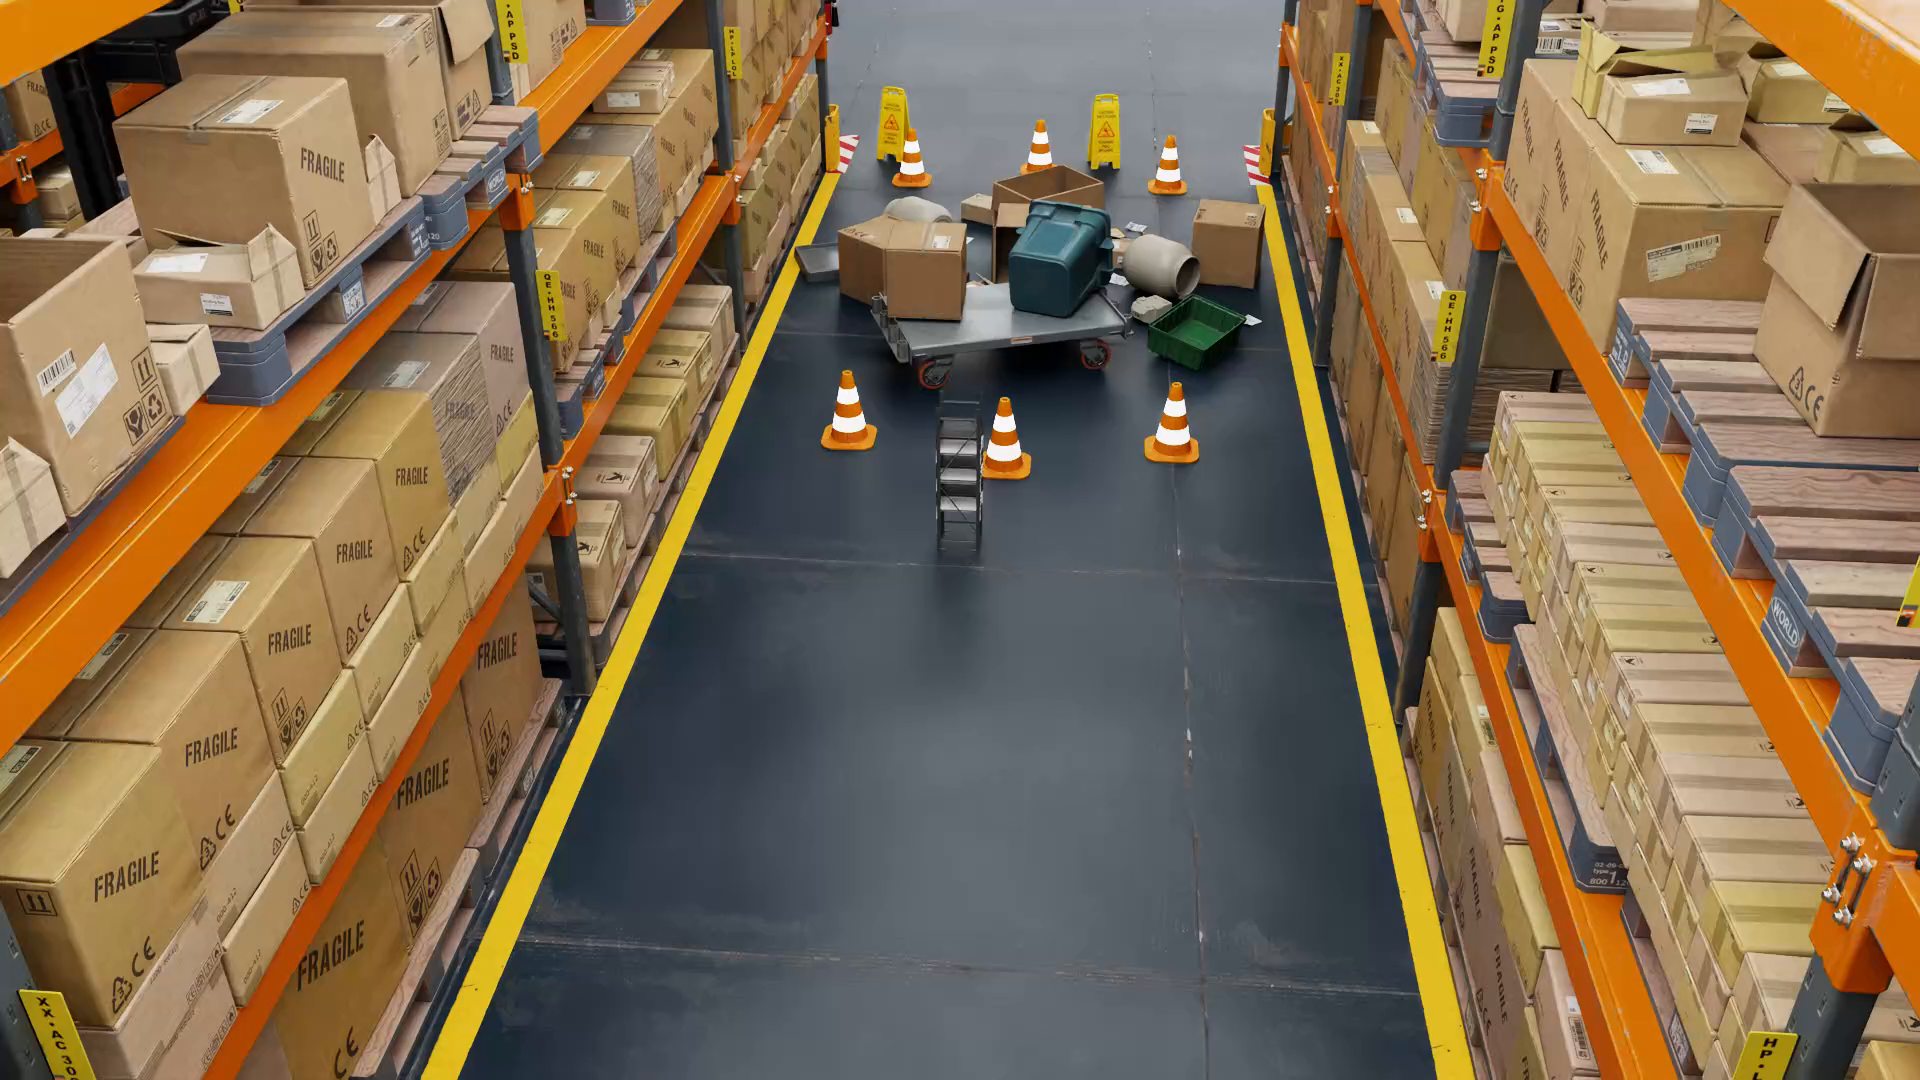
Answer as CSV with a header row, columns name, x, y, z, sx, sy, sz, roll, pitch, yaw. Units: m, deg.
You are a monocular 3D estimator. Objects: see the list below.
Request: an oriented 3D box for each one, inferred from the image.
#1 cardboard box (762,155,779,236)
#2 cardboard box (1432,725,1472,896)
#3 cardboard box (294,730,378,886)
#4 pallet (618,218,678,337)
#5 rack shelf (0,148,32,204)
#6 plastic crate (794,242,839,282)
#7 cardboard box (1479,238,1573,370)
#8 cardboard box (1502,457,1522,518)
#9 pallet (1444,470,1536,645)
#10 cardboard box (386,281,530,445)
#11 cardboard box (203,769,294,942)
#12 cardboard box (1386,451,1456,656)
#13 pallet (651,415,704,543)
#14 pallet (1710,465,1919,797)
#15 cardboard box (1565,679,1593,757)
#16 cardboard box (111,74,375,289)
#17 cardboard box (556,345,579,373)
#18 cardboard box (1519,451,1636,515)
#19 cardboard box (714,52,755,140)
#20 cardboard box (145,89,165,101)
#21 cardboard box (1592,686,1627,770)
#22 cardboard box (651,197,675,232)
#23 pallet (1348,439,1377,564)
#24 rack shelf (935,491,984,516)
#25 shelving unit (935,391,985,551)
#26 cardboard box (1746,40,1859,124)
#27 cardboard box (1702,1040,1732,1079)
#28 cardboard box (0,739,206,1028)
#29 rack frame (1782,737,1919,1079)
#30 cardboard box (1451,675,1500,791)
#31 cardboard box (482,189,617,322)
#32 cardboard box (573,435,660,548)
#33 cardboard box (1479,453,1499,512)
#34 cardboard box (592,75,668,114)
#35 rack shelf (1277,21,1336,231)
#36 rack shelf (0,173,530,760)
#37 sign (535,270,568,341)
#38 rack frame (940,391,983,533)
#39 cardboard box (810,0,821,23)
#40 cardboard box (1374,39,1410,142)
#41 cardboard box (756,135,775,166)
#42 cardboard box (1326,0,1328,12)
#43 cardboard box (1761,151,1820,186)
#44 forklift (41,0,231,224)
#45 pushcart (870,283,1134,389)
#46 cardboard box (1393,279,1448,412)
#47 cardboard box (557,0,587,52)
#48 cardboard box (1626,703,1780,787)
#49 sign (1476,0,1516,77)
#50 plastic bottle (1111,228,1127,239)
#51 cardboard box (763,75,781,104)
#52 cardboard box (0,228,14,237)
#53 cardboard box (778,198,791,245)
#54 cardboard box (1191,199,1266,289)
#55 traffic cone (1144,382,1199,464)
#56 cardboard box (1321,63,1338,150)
name,x,y,z,sx,sy,sz,roll,pitch,yaw
cardboard box,-1.651,-2.541,12.300,0.500,0.500,0.500,4,32,6
cardboard box,2.267,1.122,6.833,0.500,0.500,0.500,3,32,5
cardboard box,-2.254,0.855,5.428,0.500,0.250,0.500,2,32,4
pallet,-2.205,-1.499,9.287,1.003,0.211,1.213,2,32,4
rack shelf,-7.110,-1.494,9.781,1.077,0.370,4.000,2,32,4
plastic crate,-1.054,-2.179,12.990,0.402,0.080,0.583,-8,33,-13
cardboard box,2.663,-1.088,7.389,0.700,0.500,0.500,2,32,4
cardboard box,2.357,-0.198,6.548,0.380,0.149,0.250,4,32,6
pallet,2.665,0.073,6.735,1.213,0.211,1.003,2,32,4
cardboard box,-2.107,-0.731,6.809,0.500,0.500,0.500,2,32,3
cardboard box,-2.319,0.907,4.867,0.500,0.250,0.500,3,32,5
cardboard box,2.756,0.079,8.287,1.050,0.750,0.750,2,32,3
pallet,-2.158,-0.402,9.981,1.003,0.211,1.213,2,32,4
pallet,2.447,0.191,3.682,1.213,0.211,1.003,2,32,4
cardboard box,2.251,0.597,5.541,0.380,0.149,0.250,1,32,2
cardboard box,-2.180,-1.109,5.115,0.500,0.500,0.500,3,32,4
cardboard box,-2.057,-0.924,8.010,0.380,0.149,0.250,1,32,1
cardboard box,2.342,-0.209,6.282,0.380,0.149,0.250,2,32,4
cardboard box,-1.686,-3.023,11.198,0.500,0.500,0.500,2,32,4
cardboard box,-6.415,-3.586,13.757,0.500,0.250,0.500,3,32,5
cardboard box,2.230,0.602,5.251,0.380,0.149,0.250,3,32,4
cardboard box,-1.864,-1.894,9.584,0.380,0.149,0.250,2,32,4
pallet,2.858,-0.244,9.725,1.003,0.211,1.213,2,32,4
rack shelf,-0.001,-0.197,9.399,0.258,0.077,0.200,2,32,4
shelving unit,-0.001,-0.379,9.287,0.258,0.900,0.210,2,32,4
cardboard box,2.816,-1.540,5.485,0.396,0.266,0.258,2,32,4
cardboard box,2.126,1.418,4.209,0.380,0.149,0.250,2,32,3
cardboard box,-2.328,0.861,4.225,0.500,0.500,0.500,3,32,5
rack frame,2.291,1.706,3.903,1.000,3.000,0.127,2,32,4
cardboard box,2.278,0.796,6.647,0.500,0.250,0.500,2,32,3
cardboard box,-2.022,-1.390,8.148,0.500,0.500,0.500,4,32,7
cardboard box,-2.217,-0.285,9.239,0.950,0.372,0.625,2,32,3
cardboard box,2.379,-0.232,6.887,0.380,0.149,0.250,2,32,3
cardboard box,-1.854,-2.504,9.336,0.380,0.149,0.250,1,32,2
rack shelf,3.105,-3.217,12.577,1.077,0.370,4.000,2,32,4
rack shelf,-2.488,-0.469,5.259,1.077,0.370,4.000,2,32,4
sign,-1.772,-1.015,7.215,0.100,0.325,0.005,2,32,4
rack frame,0.008,-0.432,9.374,0.240,0.900,0.006,2,32,4
cardboard box,-1.443,-4.601,13.758,0.500,0.500,0.500,2,32,3
cardboard box,2.908,-2.686,9.981,0.700,0.500,0.500,2,32,3
cardboard box,-1.572,-2.868,12.213,0.380,0.149,0.250,4,32,6
cardboard box,3.152,-4.039,12.053,0.875,0.550,0.500,2,32,4
cardboard box,2.751,-0.872,5.132,0.500,0.500,0.500,2,32,4
forklift,-4.476,-2.034,10.037,1.130,2.935,3.031,3,32,4
pushcart,0.277,-1.448,11.521,1.648,0.377,0.936,-8,33,-13
cardboard box,2.428,-0.936,8.095,0.500,0.500,0.500,2,32,4
cardboard box,-2.229,-2.664,8.036,0.797,0.503,0.637,2,32,4
cardboard box,2.218,0.621,4.935,0.380,0.149,0.250,1,32,2
sign,2.064,-1.944,6.399,0.100,0.325,0.005,2,32,4
plastic bottle,1.263,-2.438,13.429,0.133,0.061,0.283,-8,33,-13
cardboard box,-1.541,-3.348,12.344,0.380,0.149,0.250,3,32,4
cardboard box,-6.978,-1.740,11.358,0.875,0.625,0.625,4,32,6
cardboard box,-1.610,-2.498,12.945,0.500,0.250,0.500,2,32,3
cardboard box,2.046,-2.270,12.734,0.500,0.500,0.500,8,32,12
traffic cone,1.328,-0.760,10.323,0.336,0.463,0.334,2,32,4
cardboard box,2.983,-3.023,11.434,0.875,0.550,0.550,2,32,4
